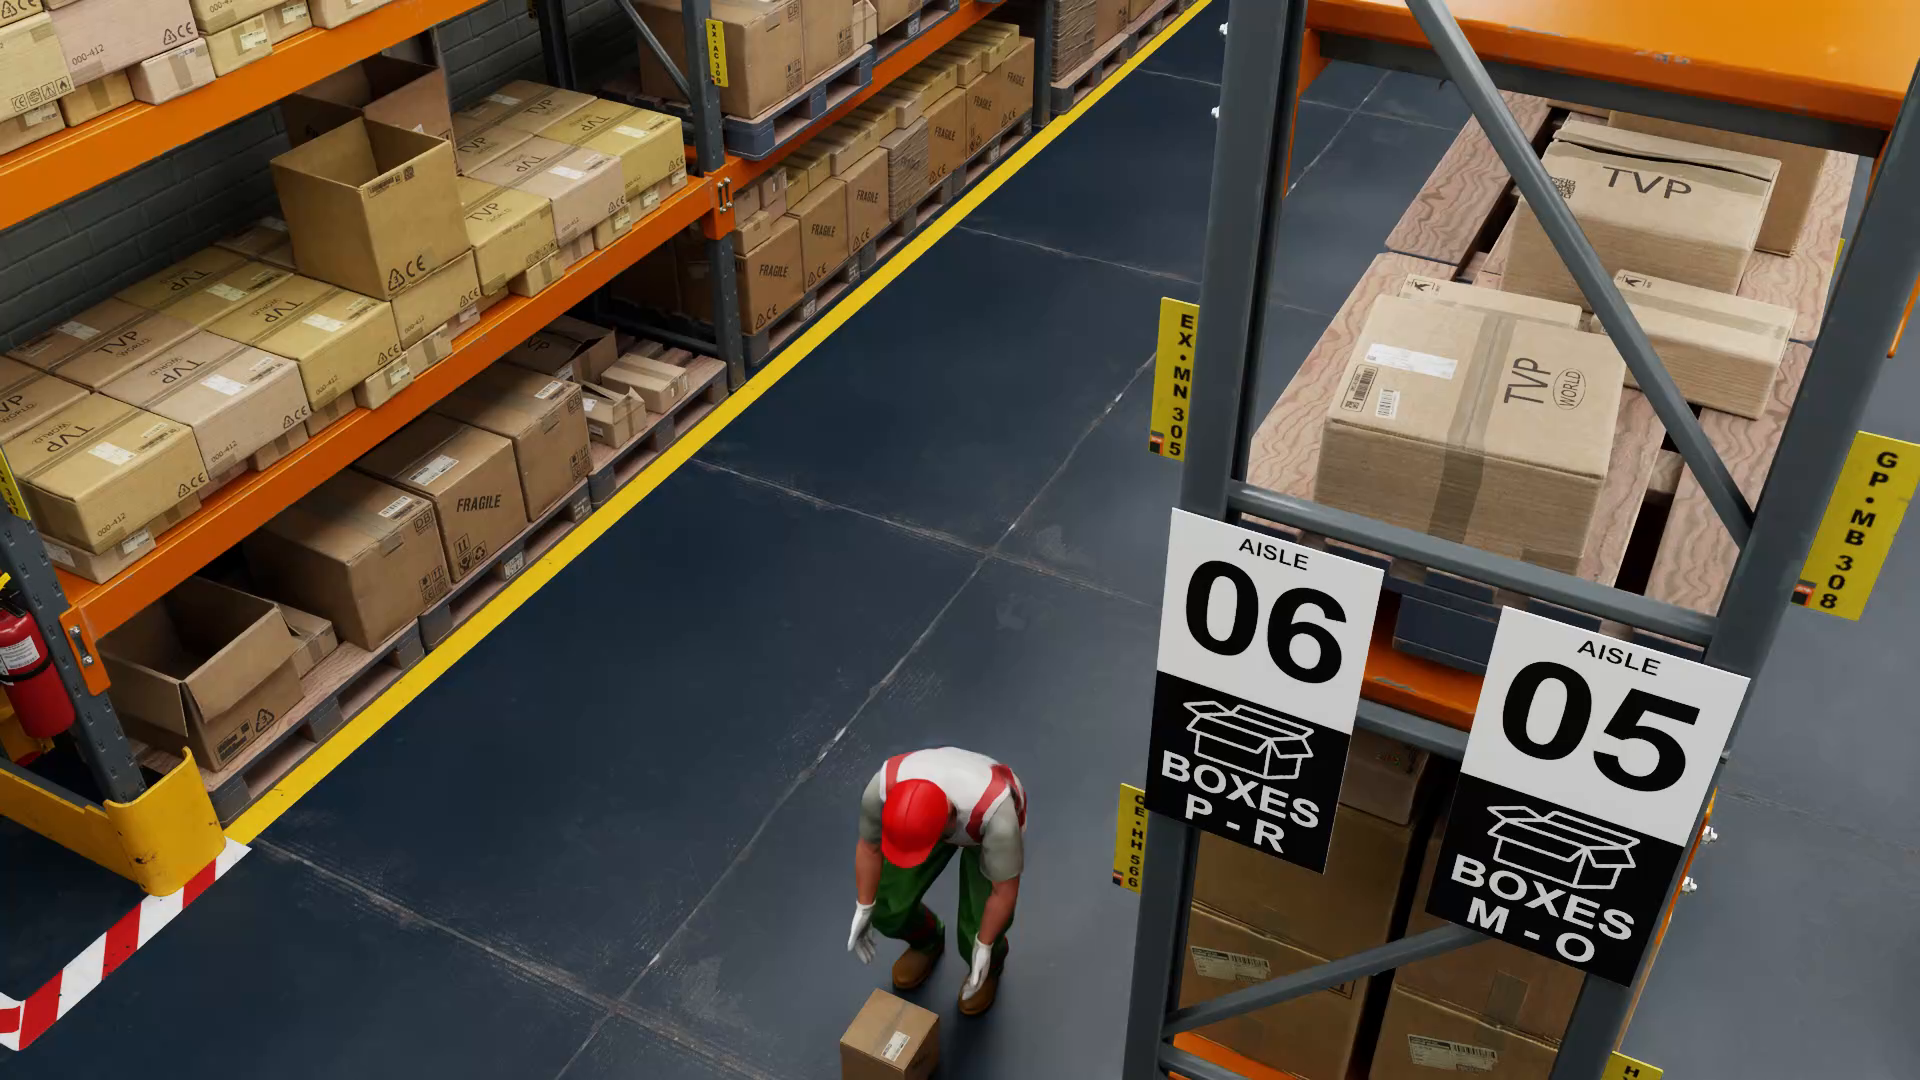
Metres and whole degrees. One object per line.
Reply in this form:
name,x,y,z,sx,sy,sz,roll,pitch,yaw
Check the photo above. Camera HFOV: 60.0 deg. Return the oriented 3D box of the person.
person,-0.029,1.126,5.653,0.584,1.321,0.808,16,40,20
